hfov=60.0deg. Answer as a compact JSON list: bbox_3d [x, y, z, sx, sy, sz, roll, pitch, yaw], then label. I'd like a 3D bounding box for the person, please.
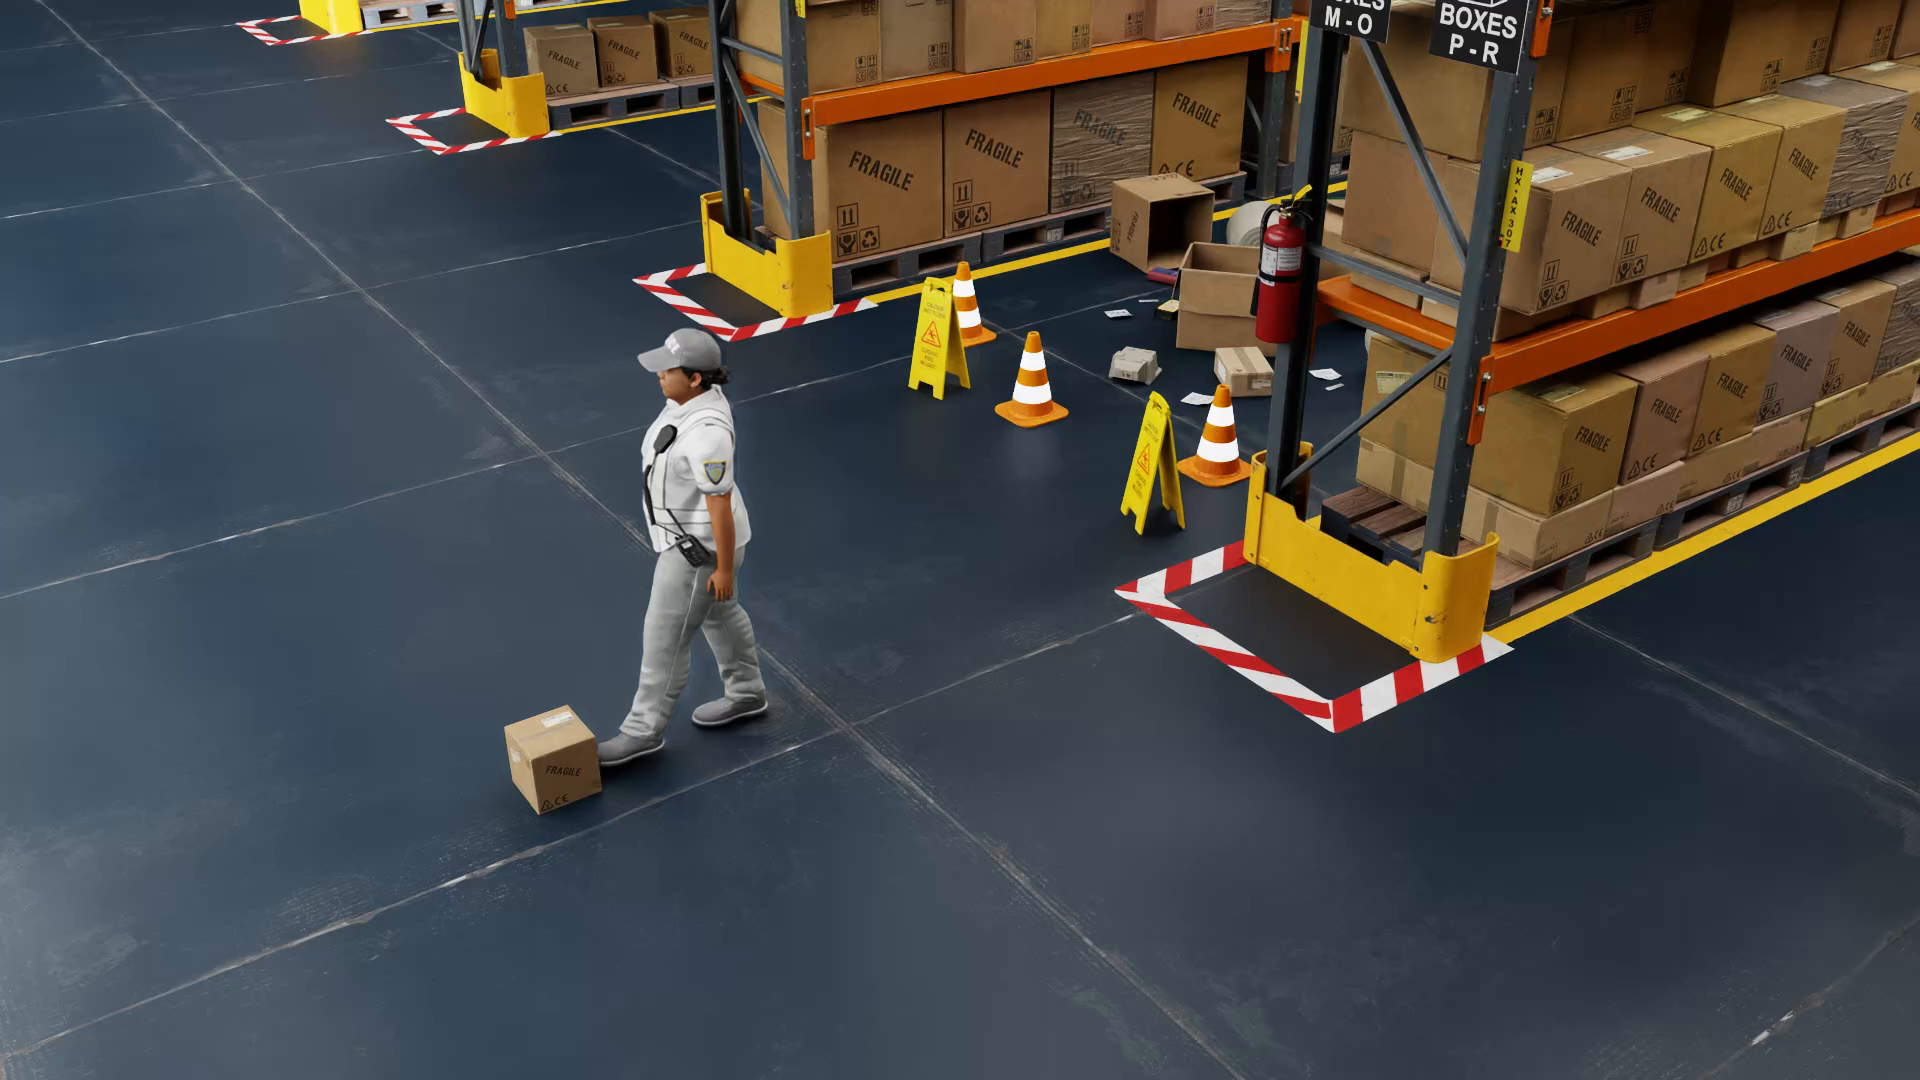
[{"bbox_3d":[-1.096,0.013,6.089,0.709,1.652,0.486,-5,29,-9],"label":"person"}]
